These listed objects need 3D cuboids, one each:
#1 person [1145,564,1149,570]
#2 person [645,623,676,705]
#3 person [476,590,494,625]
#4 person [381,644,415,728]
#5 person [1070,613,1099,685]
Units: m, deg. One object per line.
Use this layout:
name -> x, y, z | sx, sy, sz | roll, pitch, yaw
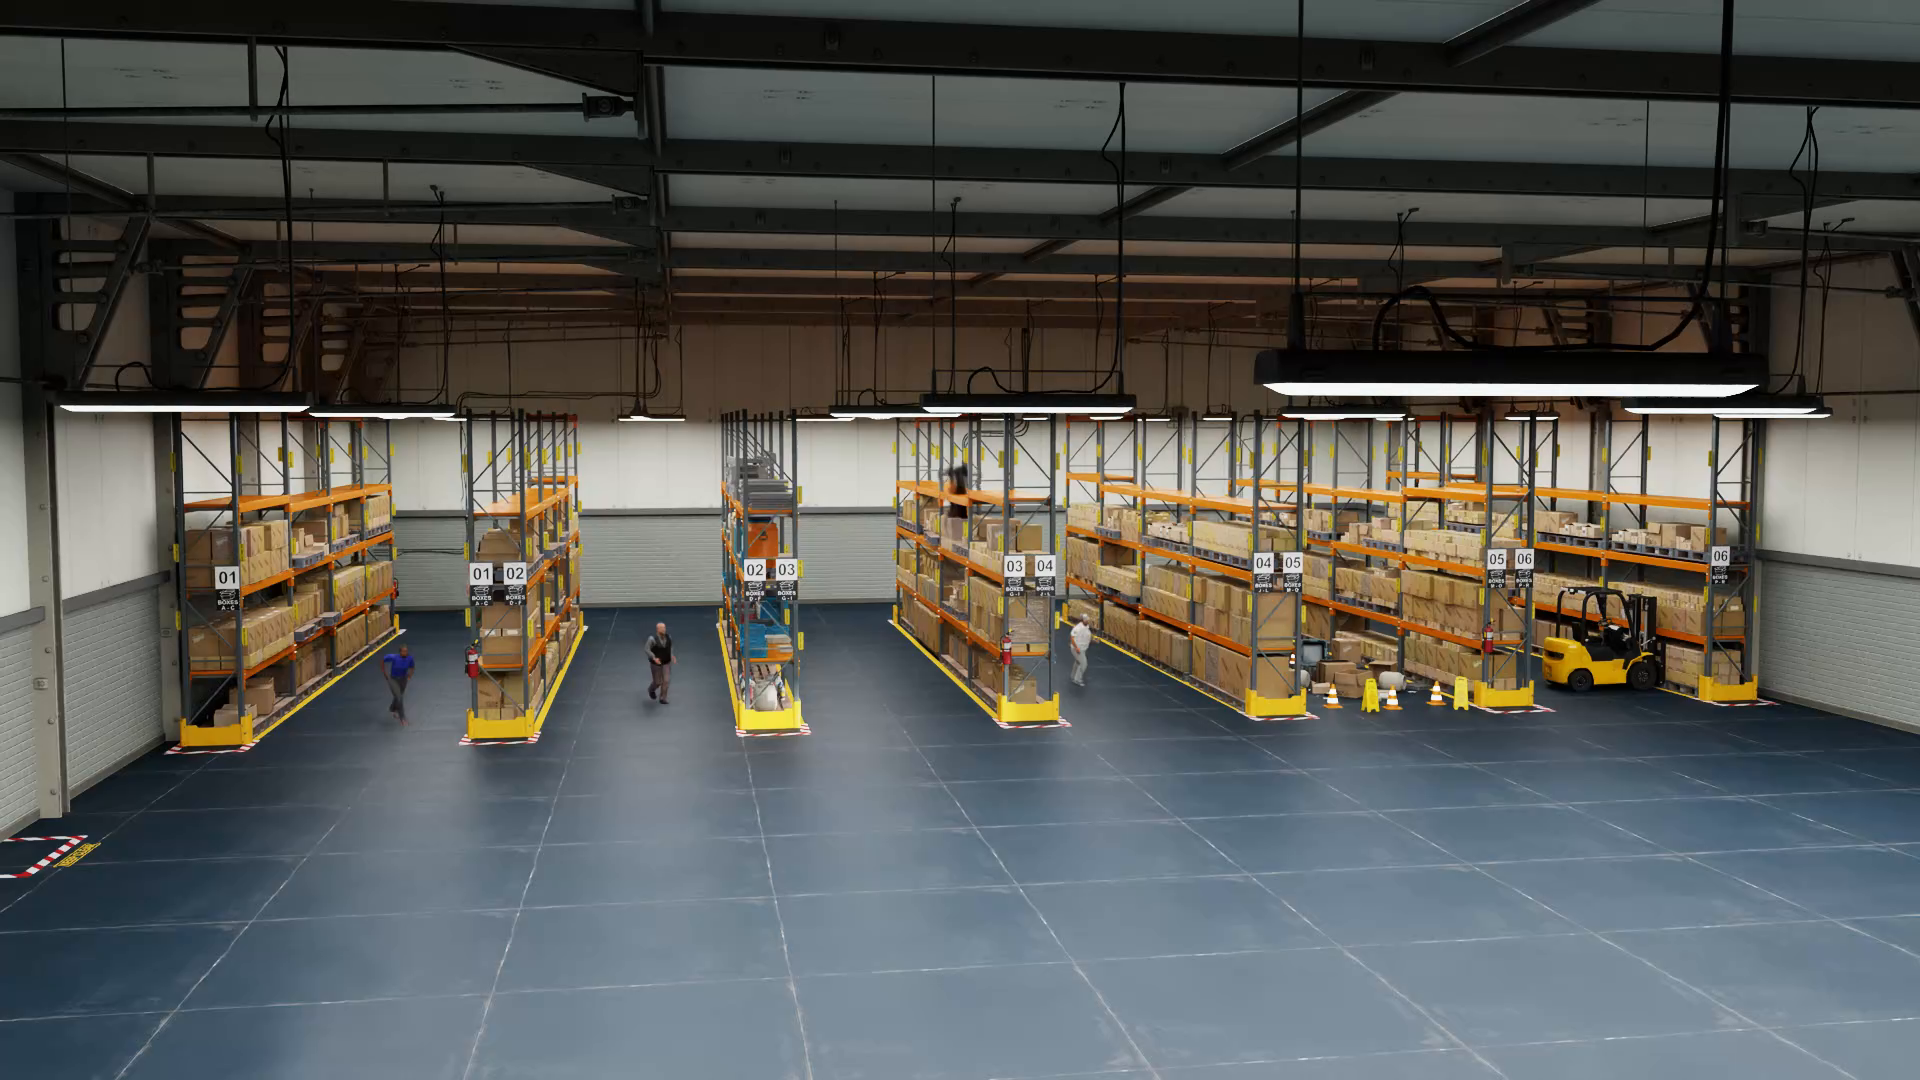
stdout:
person -> 5.420, 1.549, 47.635 | 0.681, 1.723, 0.589 | -1, 4, -12
person -> -6.175, 2.520, 34.060 | 0.660, 1.672, 0.752 | -2, 5, -30
person -> -13.275, 1.552, 46.982 | 0.863, 1.842, 0.651 | -1, 4, -7
person -> -10.746, 2.761, 31.718 | 0.621, 1.607, 0.962 | -3, 5, -35
person -> 2.692, 2.399, 36.620 | 0.753, 1.610, 0.664 | 2, 5, 29
